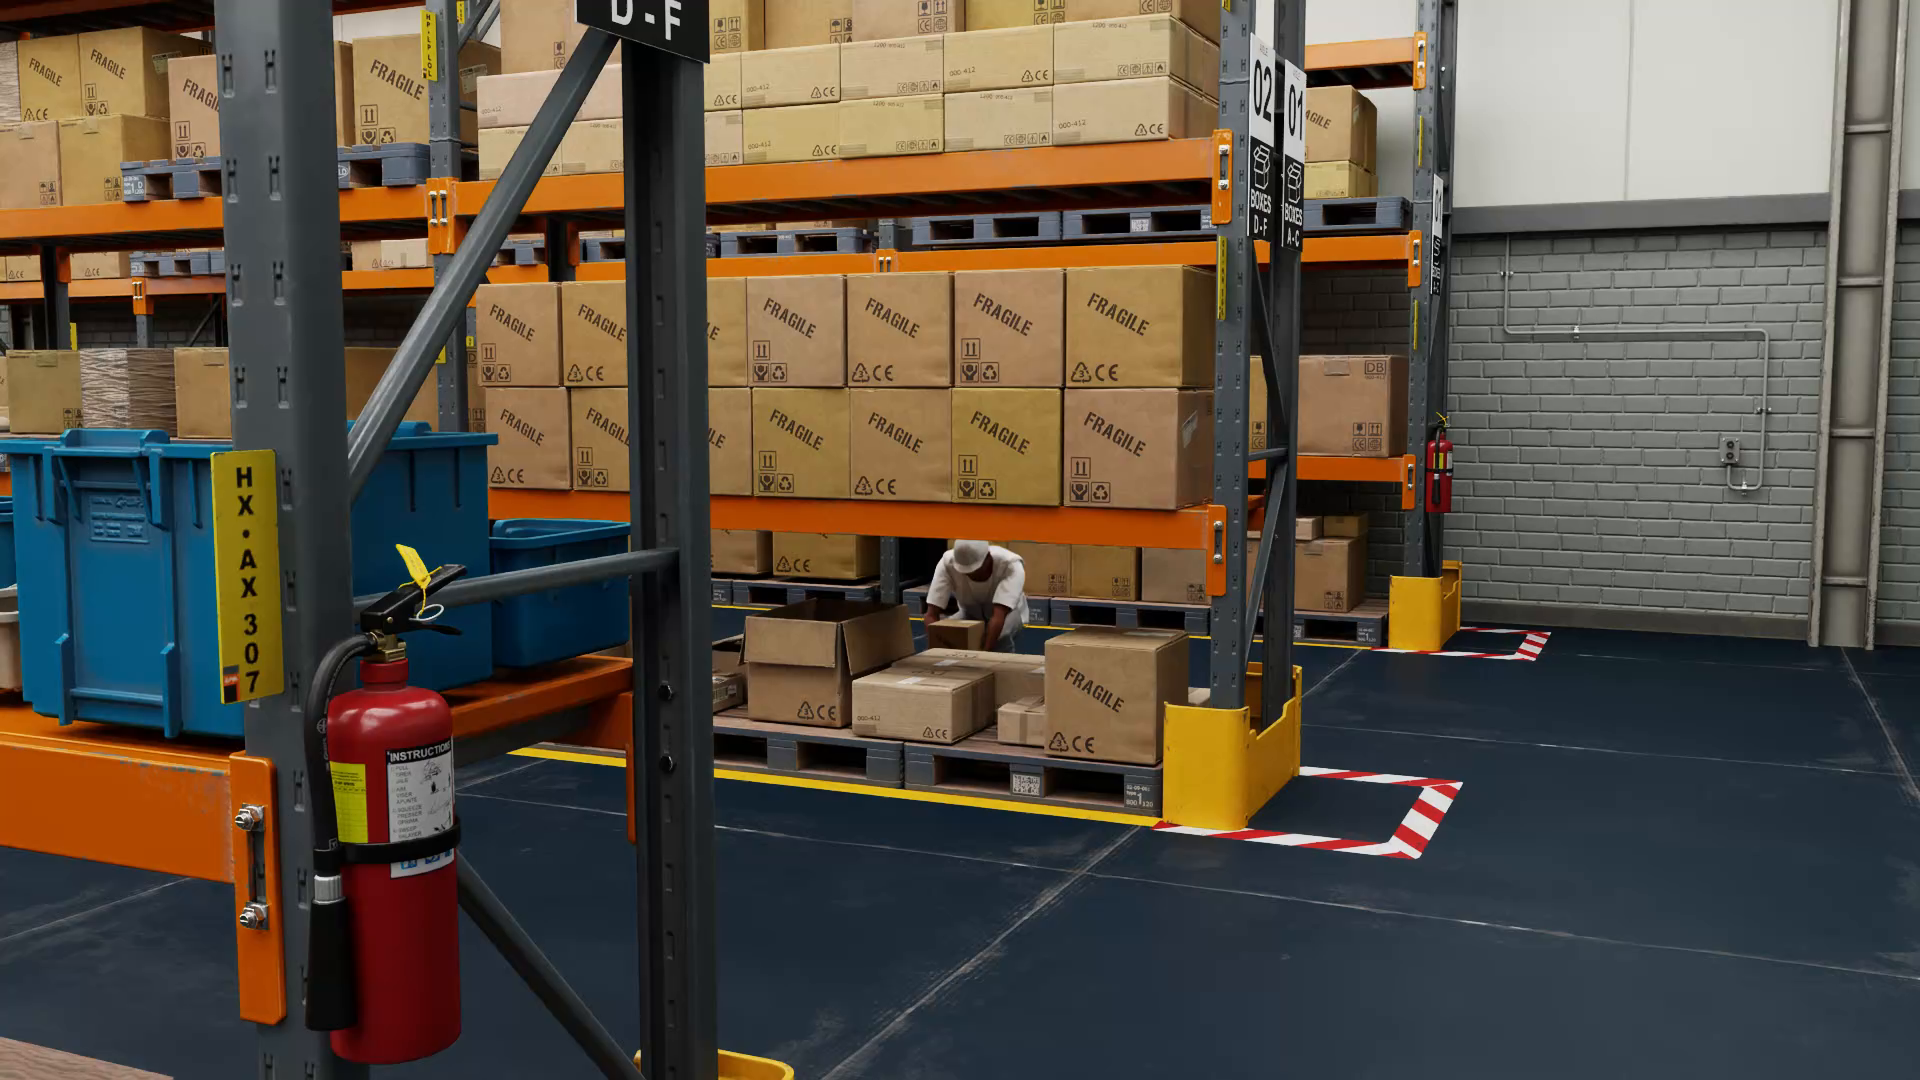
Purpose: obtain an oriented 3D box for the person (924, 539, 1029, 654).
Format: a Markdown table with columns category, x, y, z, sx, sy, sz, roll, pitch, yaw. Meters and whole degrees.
| category | x | y | z | sx | sy | sz | roll | pitch | yaw |
| --- | --- | --- | --- | --- | --- | --- | --- | --- | --- |
| person | 0.124 | 0.403 | 9.799 | 0.579 | 0.997 | 0.885 | 2 | 6 | 23 |
